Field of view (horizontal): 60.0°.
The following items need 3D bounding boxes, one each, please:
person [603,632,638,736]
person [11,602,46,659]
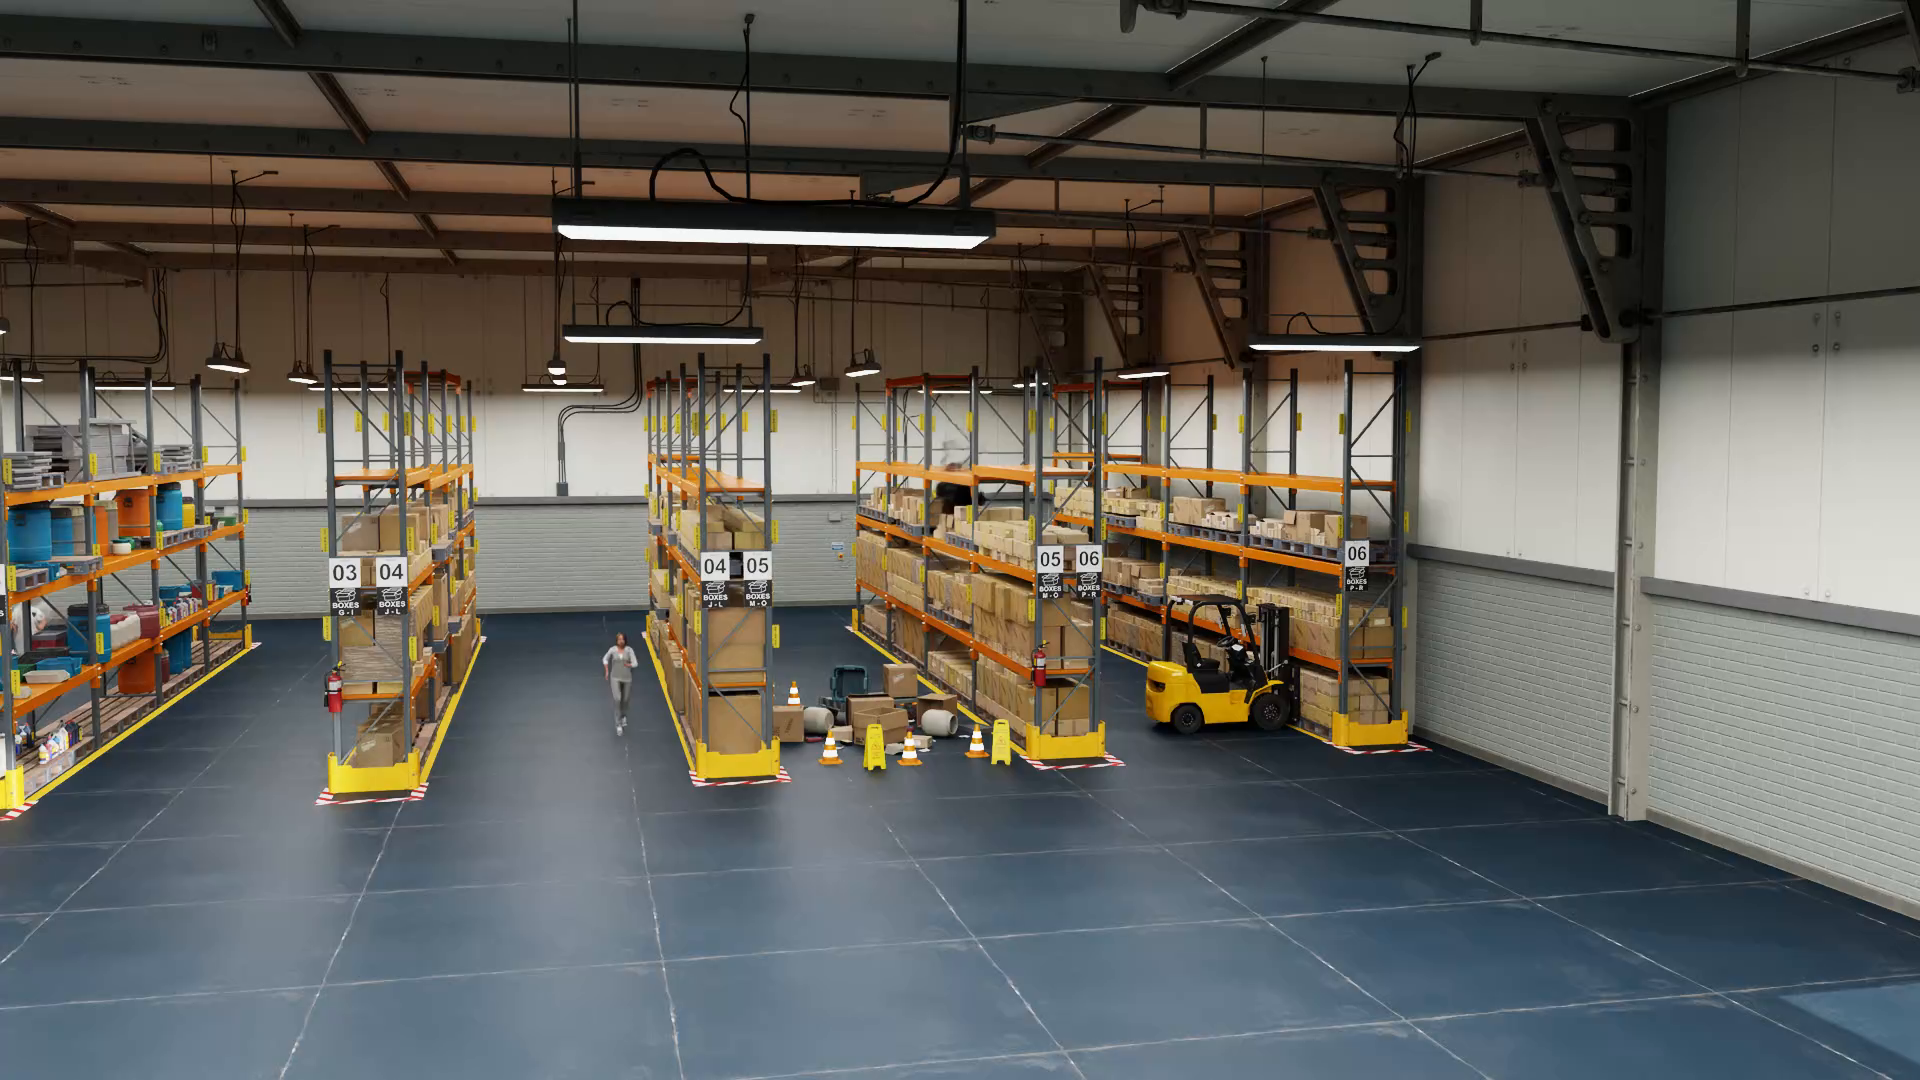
[{"bbox_3d":[-5.508,2.309,27.017,0.517,1.630,0.784,-1,4,-19],"label":"person"},{"bbox_3d":[-17.969,1.851,31.999,0.638,1.659,0.636,-2,4,-25],"label":"person"}]
